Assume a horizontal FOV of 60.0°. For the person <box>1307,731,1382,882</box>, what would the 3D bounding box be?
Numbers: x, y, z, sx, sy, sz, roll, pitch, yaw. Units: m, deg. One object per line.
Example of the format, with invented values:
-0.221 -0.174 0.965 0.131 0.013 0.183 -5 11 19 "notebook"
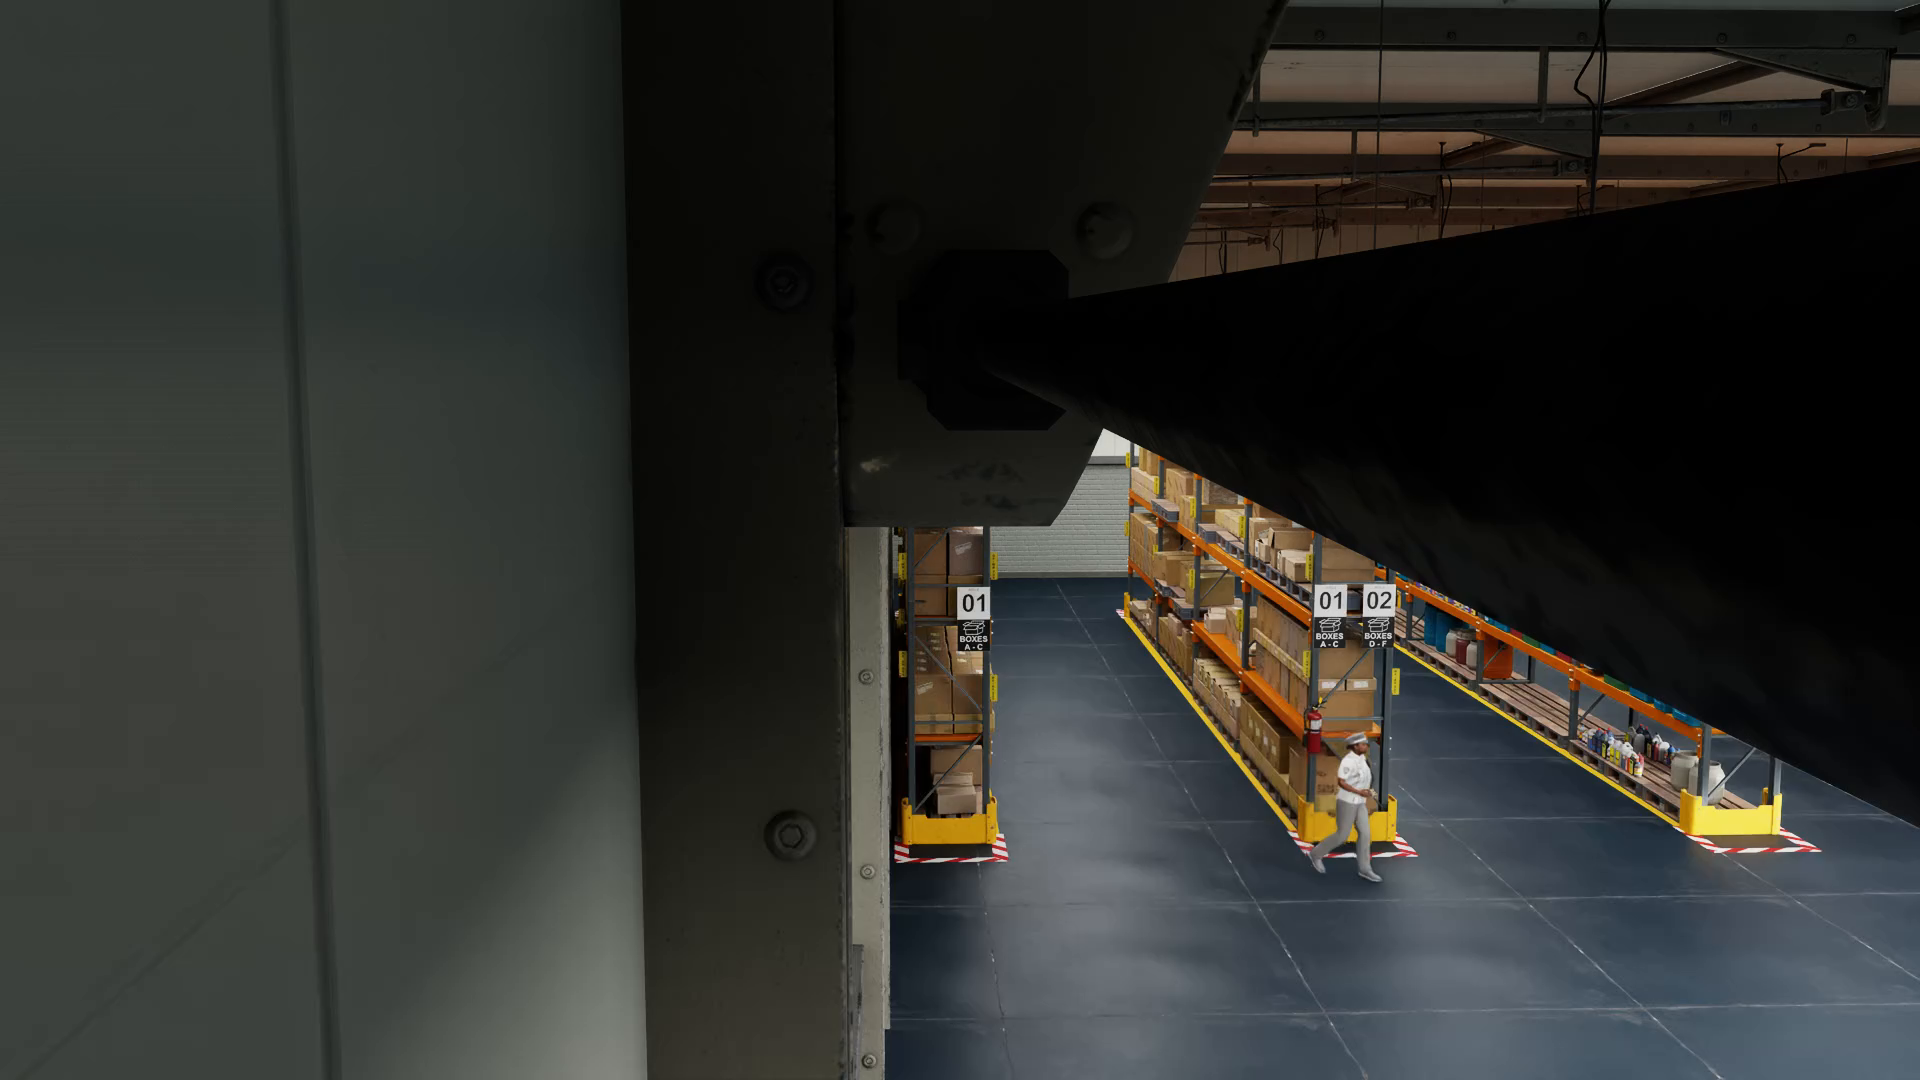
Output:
4.539 3.036 19.224 0.855 1.687 0.627 6 9 37 "person"
